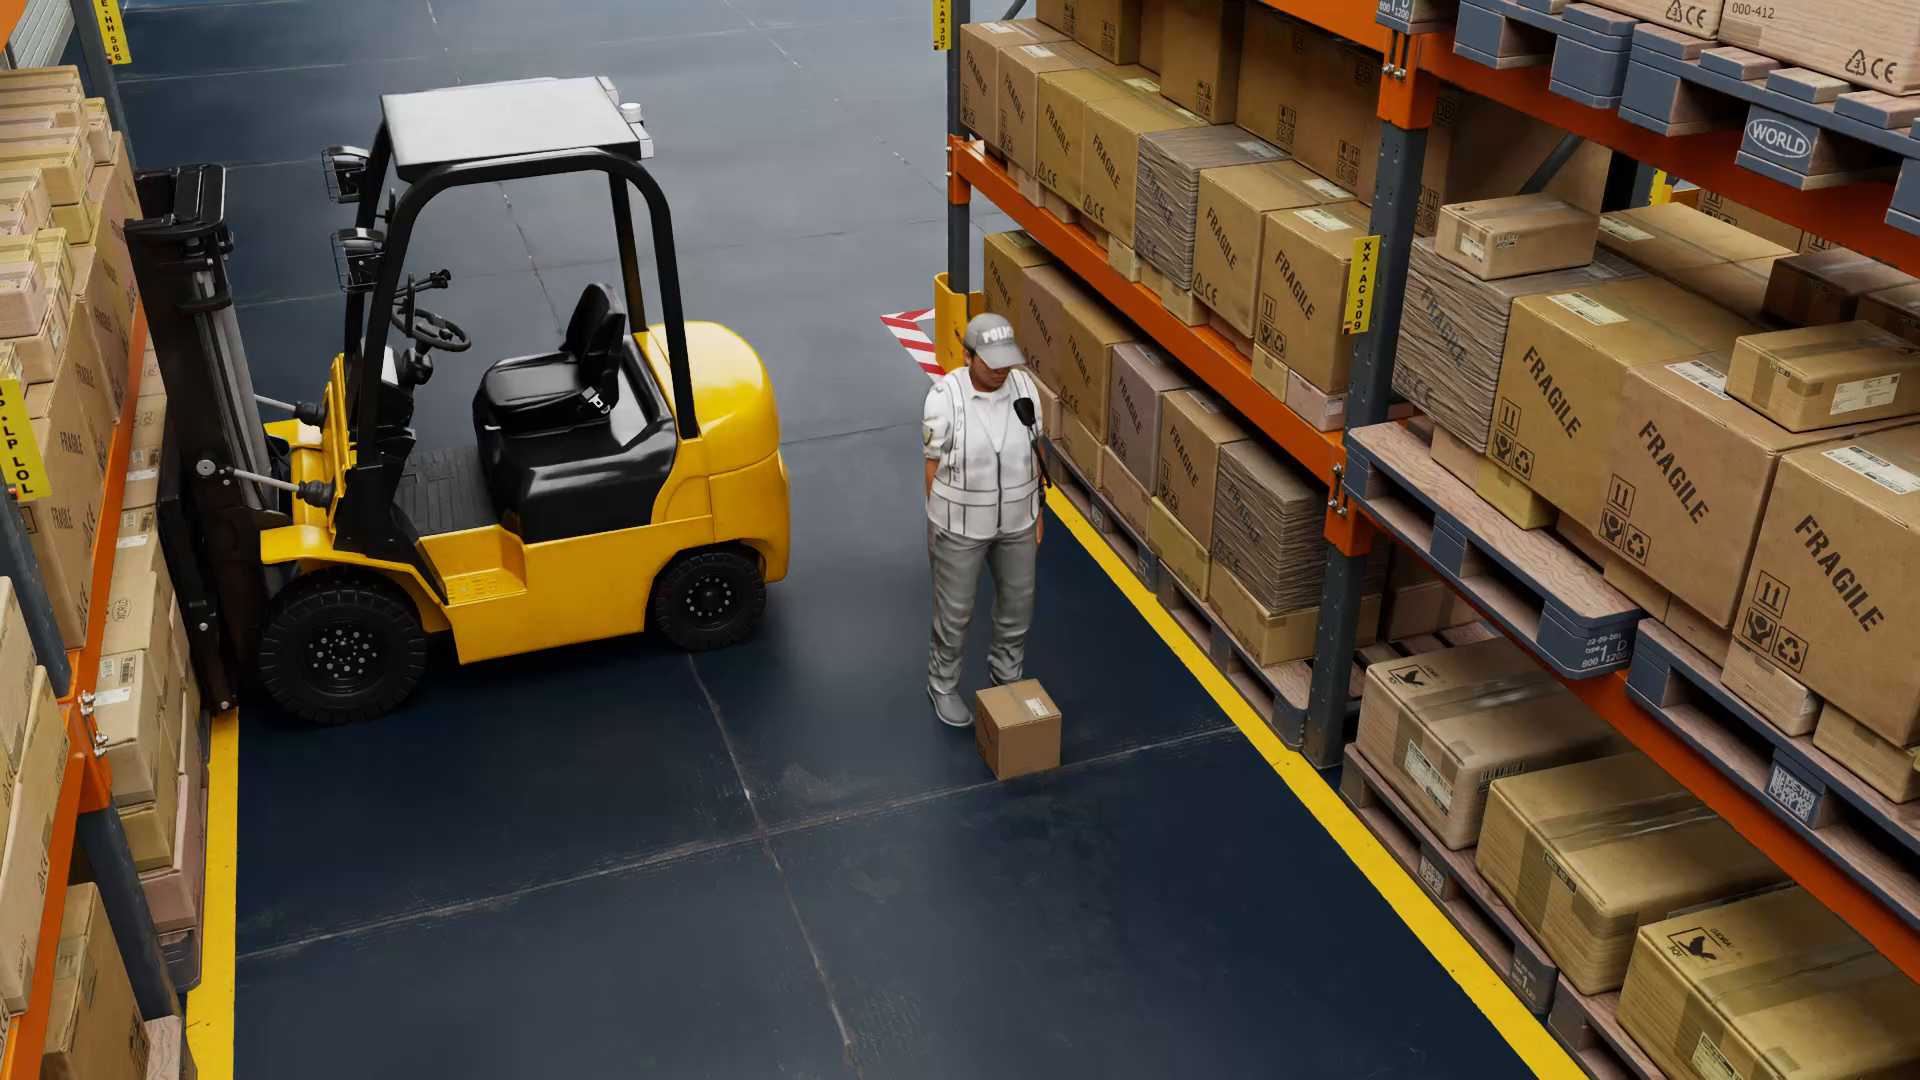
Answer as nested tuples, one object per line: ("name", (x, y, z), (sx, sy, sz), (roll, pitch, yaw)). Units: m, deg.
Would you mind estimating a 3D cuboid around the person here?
("person", (0.105, -0.069, 6.257), (0.469, 1.661, 0.391), (-10, 32, -17))
